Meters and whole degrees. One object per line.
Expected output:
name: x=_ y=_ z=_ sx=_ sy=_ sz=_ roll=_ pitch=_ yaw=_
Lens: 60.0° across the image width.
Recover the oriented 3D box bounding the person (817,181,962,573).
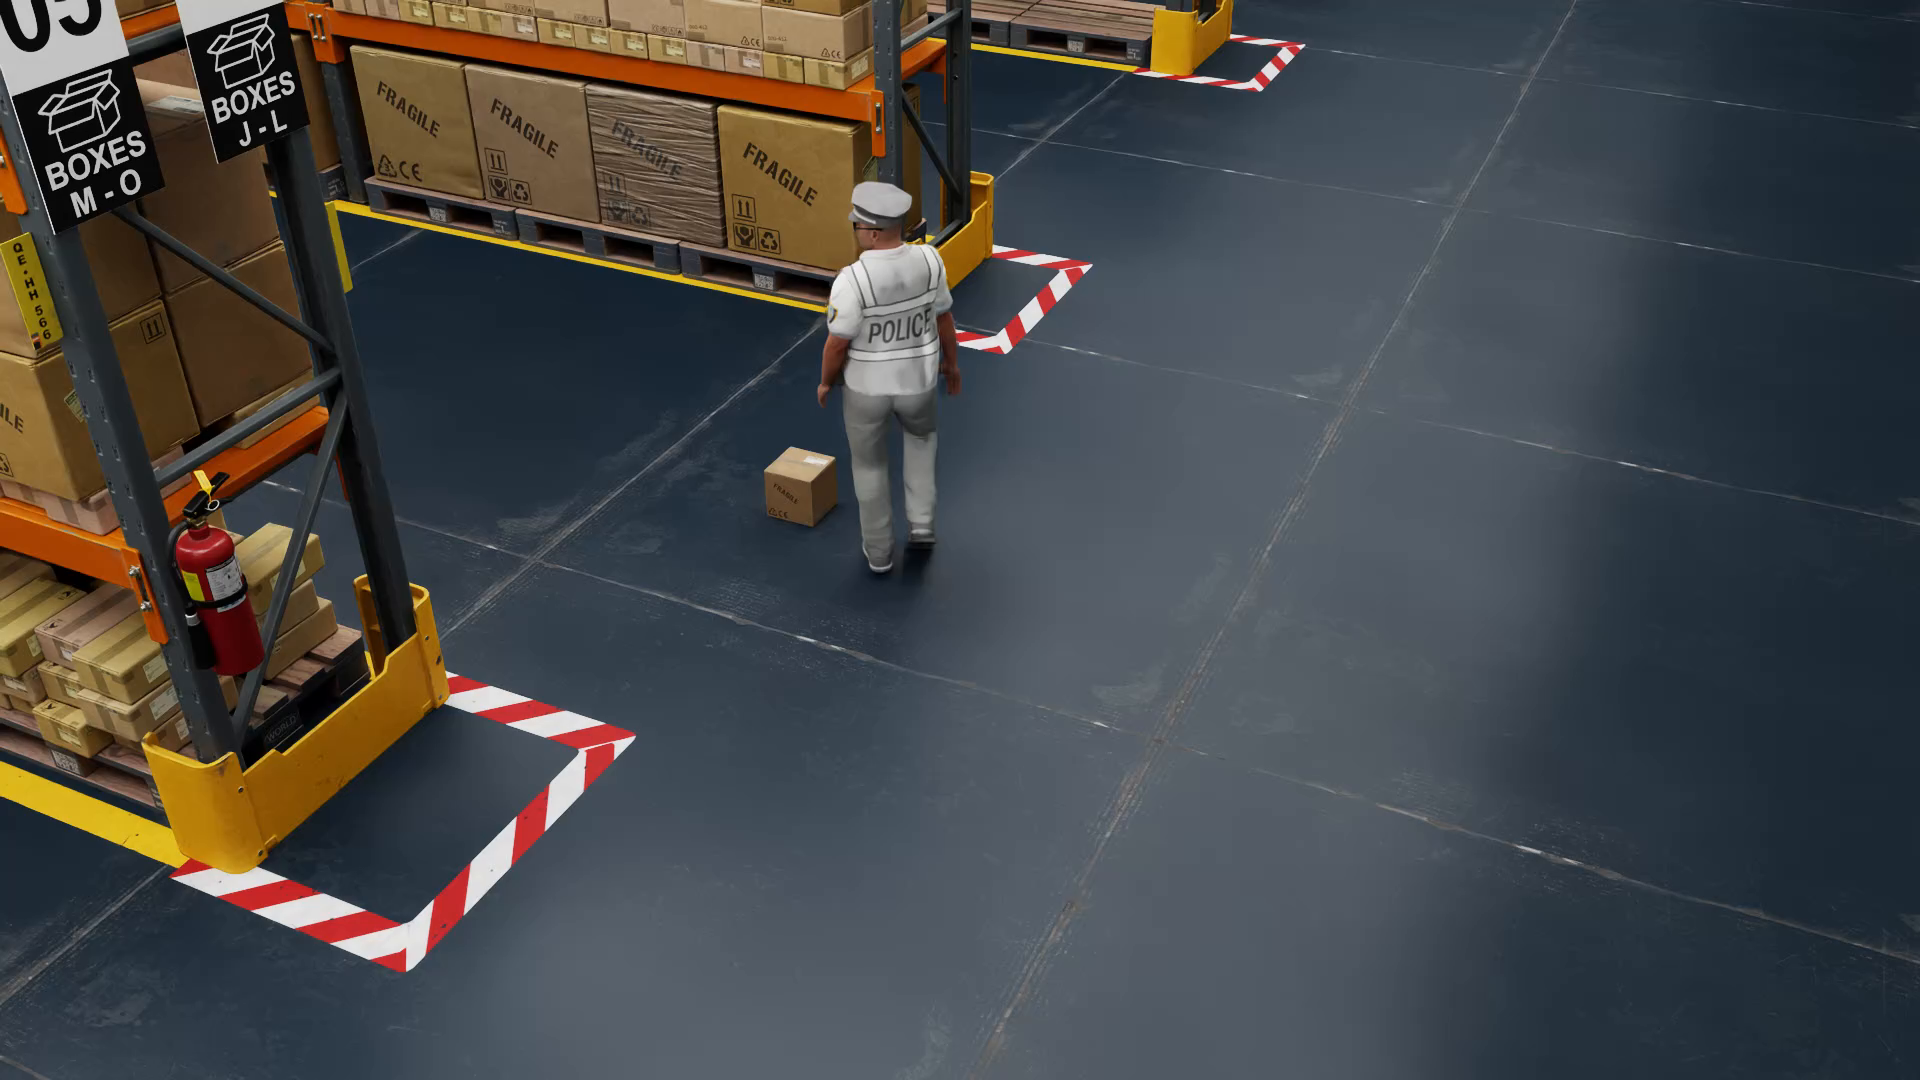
person: x=-0.285 y=-0.675 z=7.178 sx=0.651 sy=1.803 sz=0.448 roll=-9 pitch=35 yaw=-14
